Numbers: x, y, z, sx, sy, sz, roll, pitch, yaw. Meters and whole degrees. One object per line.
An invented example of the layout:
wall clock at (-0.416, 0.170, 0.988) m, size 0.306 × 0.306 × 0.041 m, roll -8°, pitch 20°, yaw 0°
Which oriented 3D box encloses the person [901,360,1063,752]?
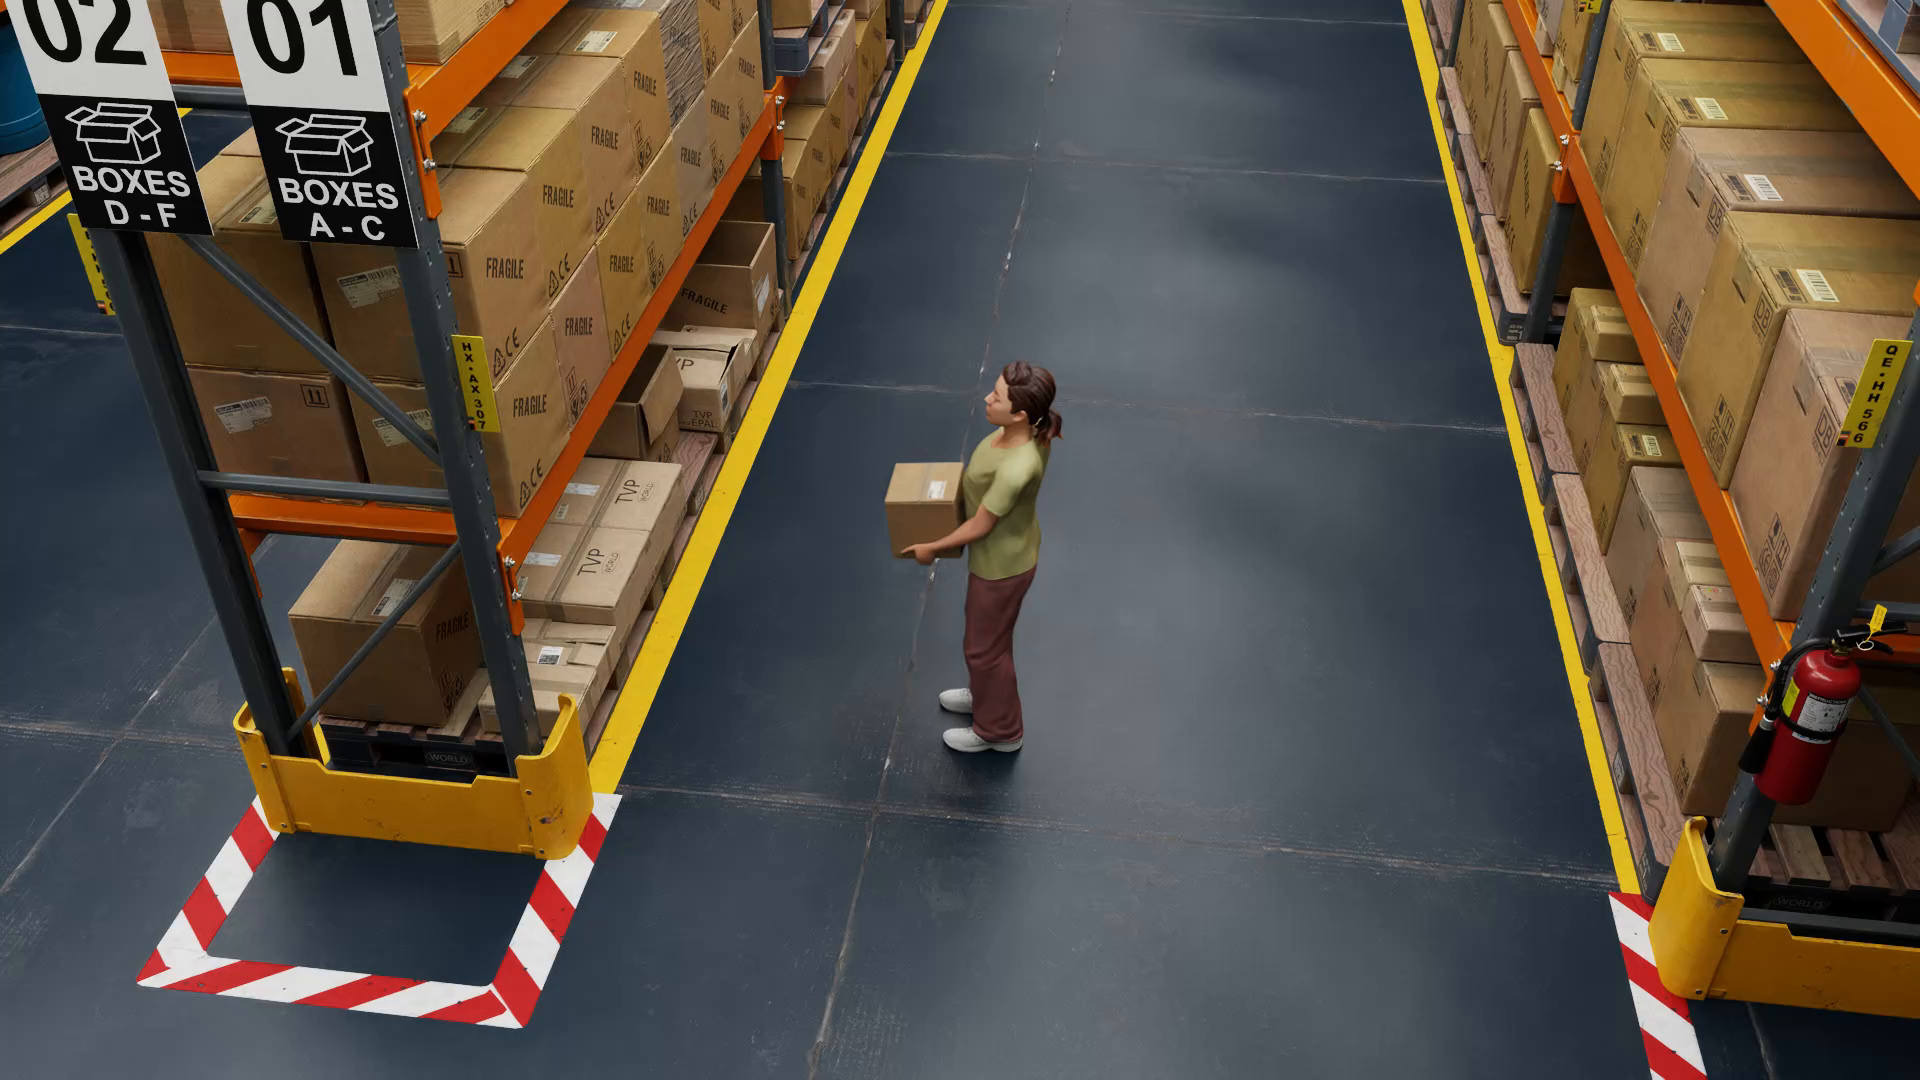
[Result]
person at (0.083, 0.067, 6.067) m, size 0.559 × 1.662 × 0.427 m, roll 4°, pitch 37°, yaw 6°
